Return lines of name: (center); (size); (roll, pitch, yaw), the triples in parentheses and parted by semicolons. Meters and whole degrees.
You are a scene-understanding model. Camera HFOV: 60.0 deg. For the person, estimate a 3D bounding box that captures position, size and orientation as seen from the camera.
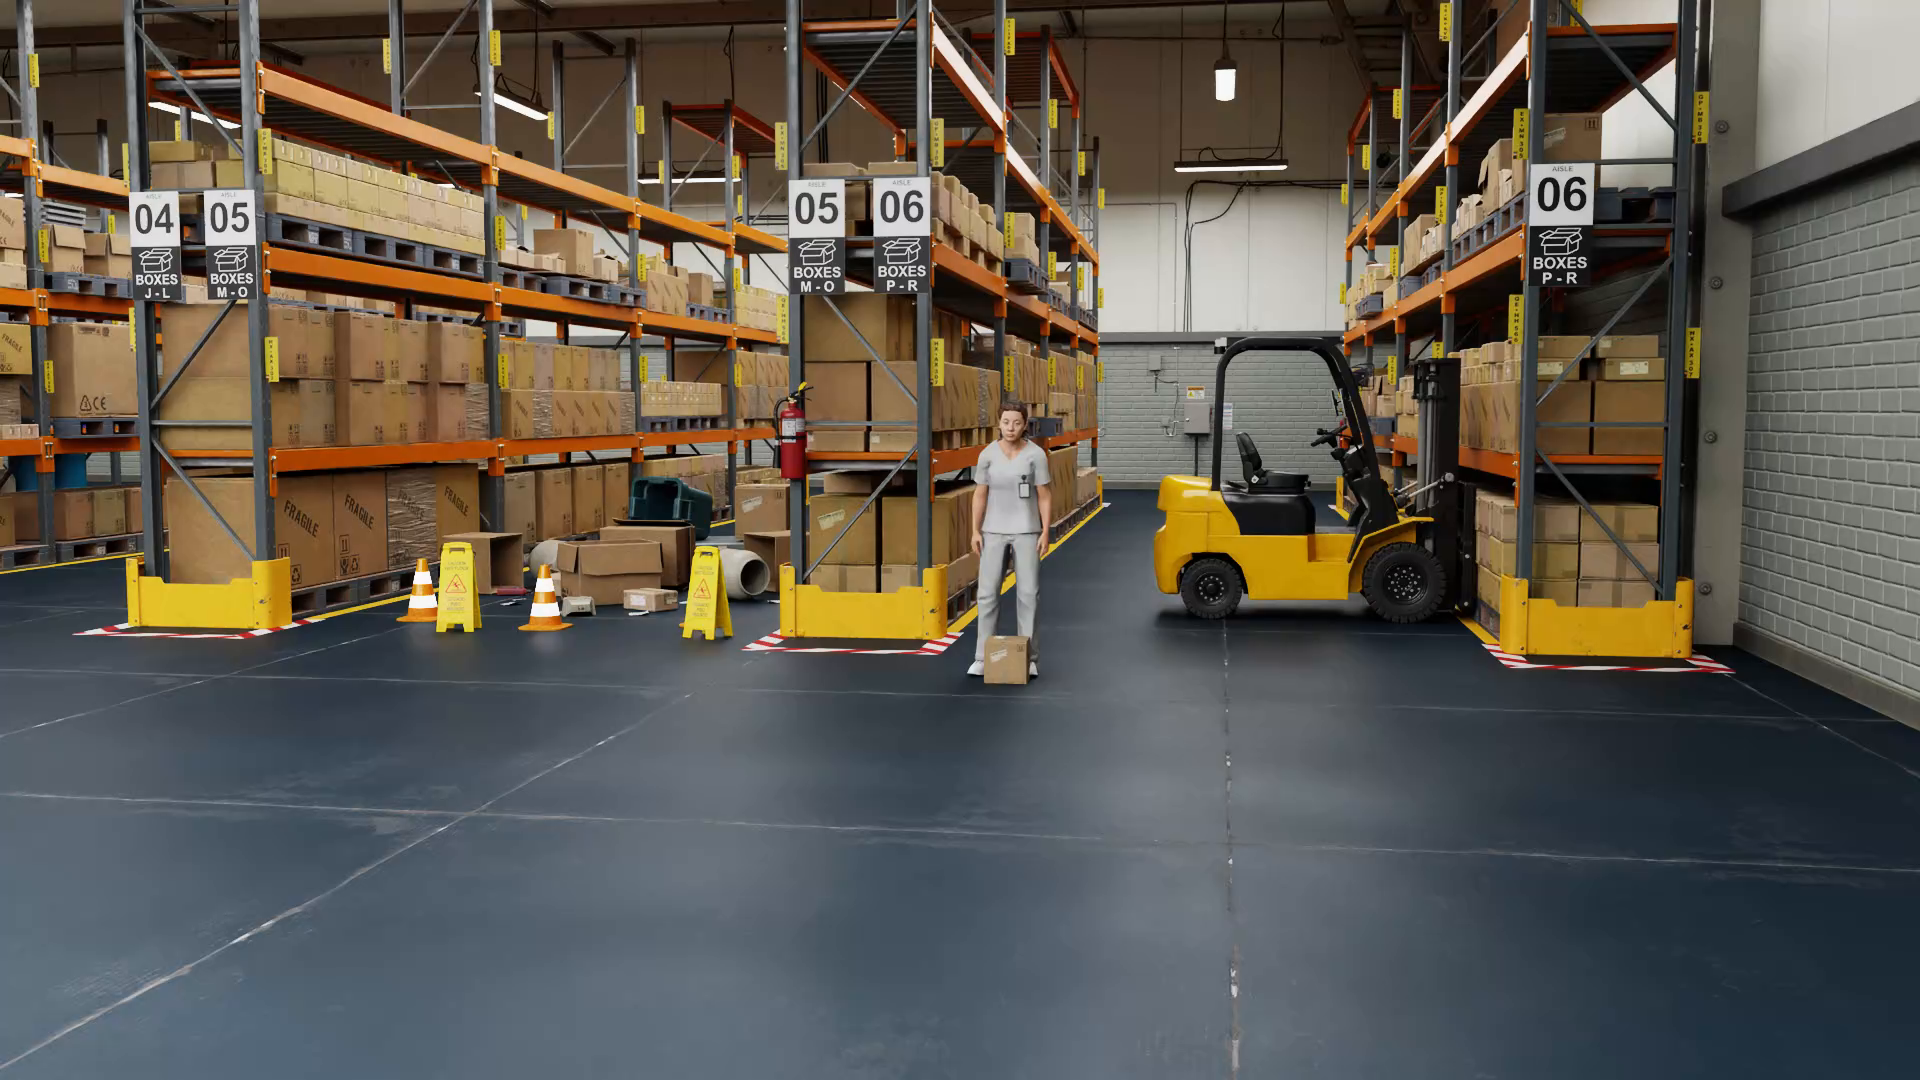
person: (0.308, -0.018, 10.078); (0.490, 1.673, 0.354); (1, 5, 8)
